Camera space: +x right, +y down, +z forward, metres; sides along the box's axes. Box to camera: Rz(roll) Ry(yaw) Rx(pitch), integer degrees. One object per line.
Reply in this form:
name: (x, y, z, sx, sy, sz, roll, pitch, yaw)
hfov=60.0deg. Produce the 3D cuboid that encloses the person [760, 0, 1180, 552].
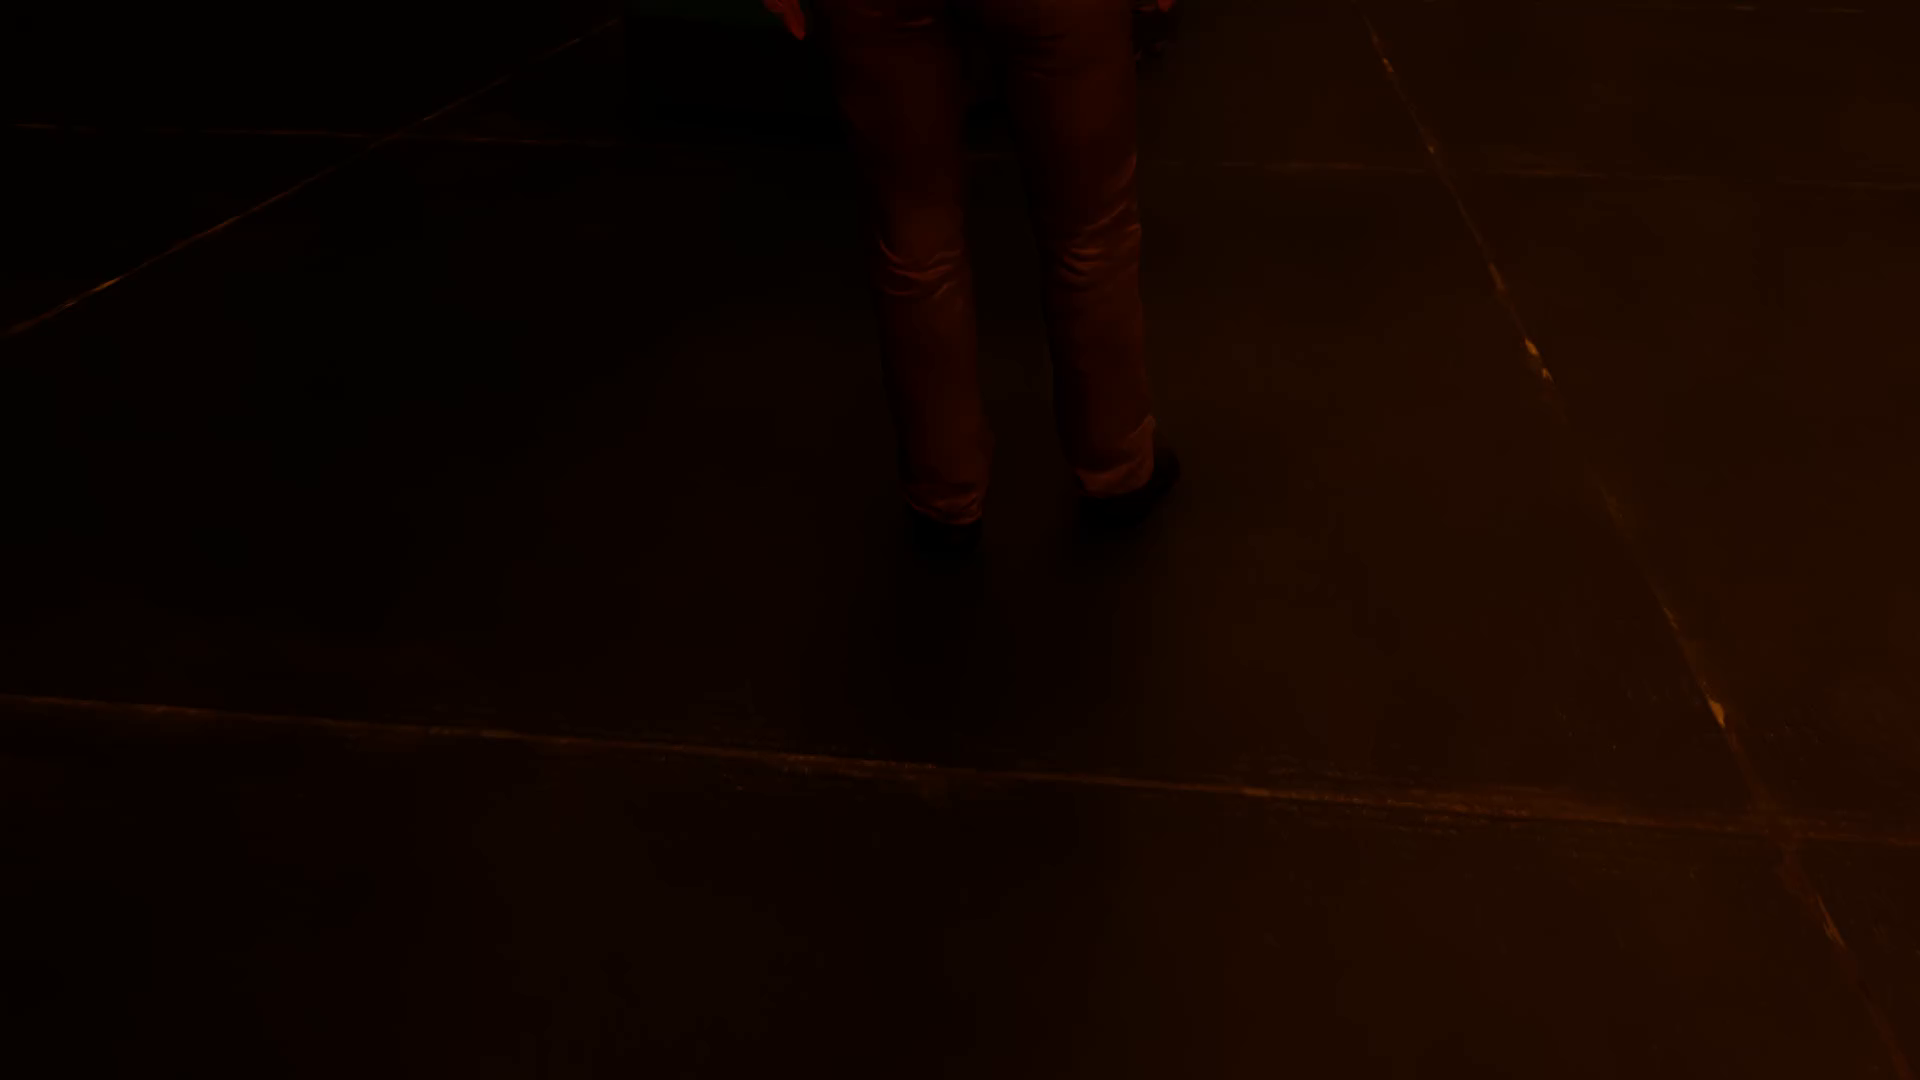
person: (0.016, -0.804, 2.167, 0.632, 1.720, 0.567, 3, 27, 7)

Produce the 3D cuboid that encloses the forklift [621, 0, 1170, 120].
forklift: (0.112, -3.097, 5.425, 1.130, 2.935, 3.031, 13, 29, 24)
